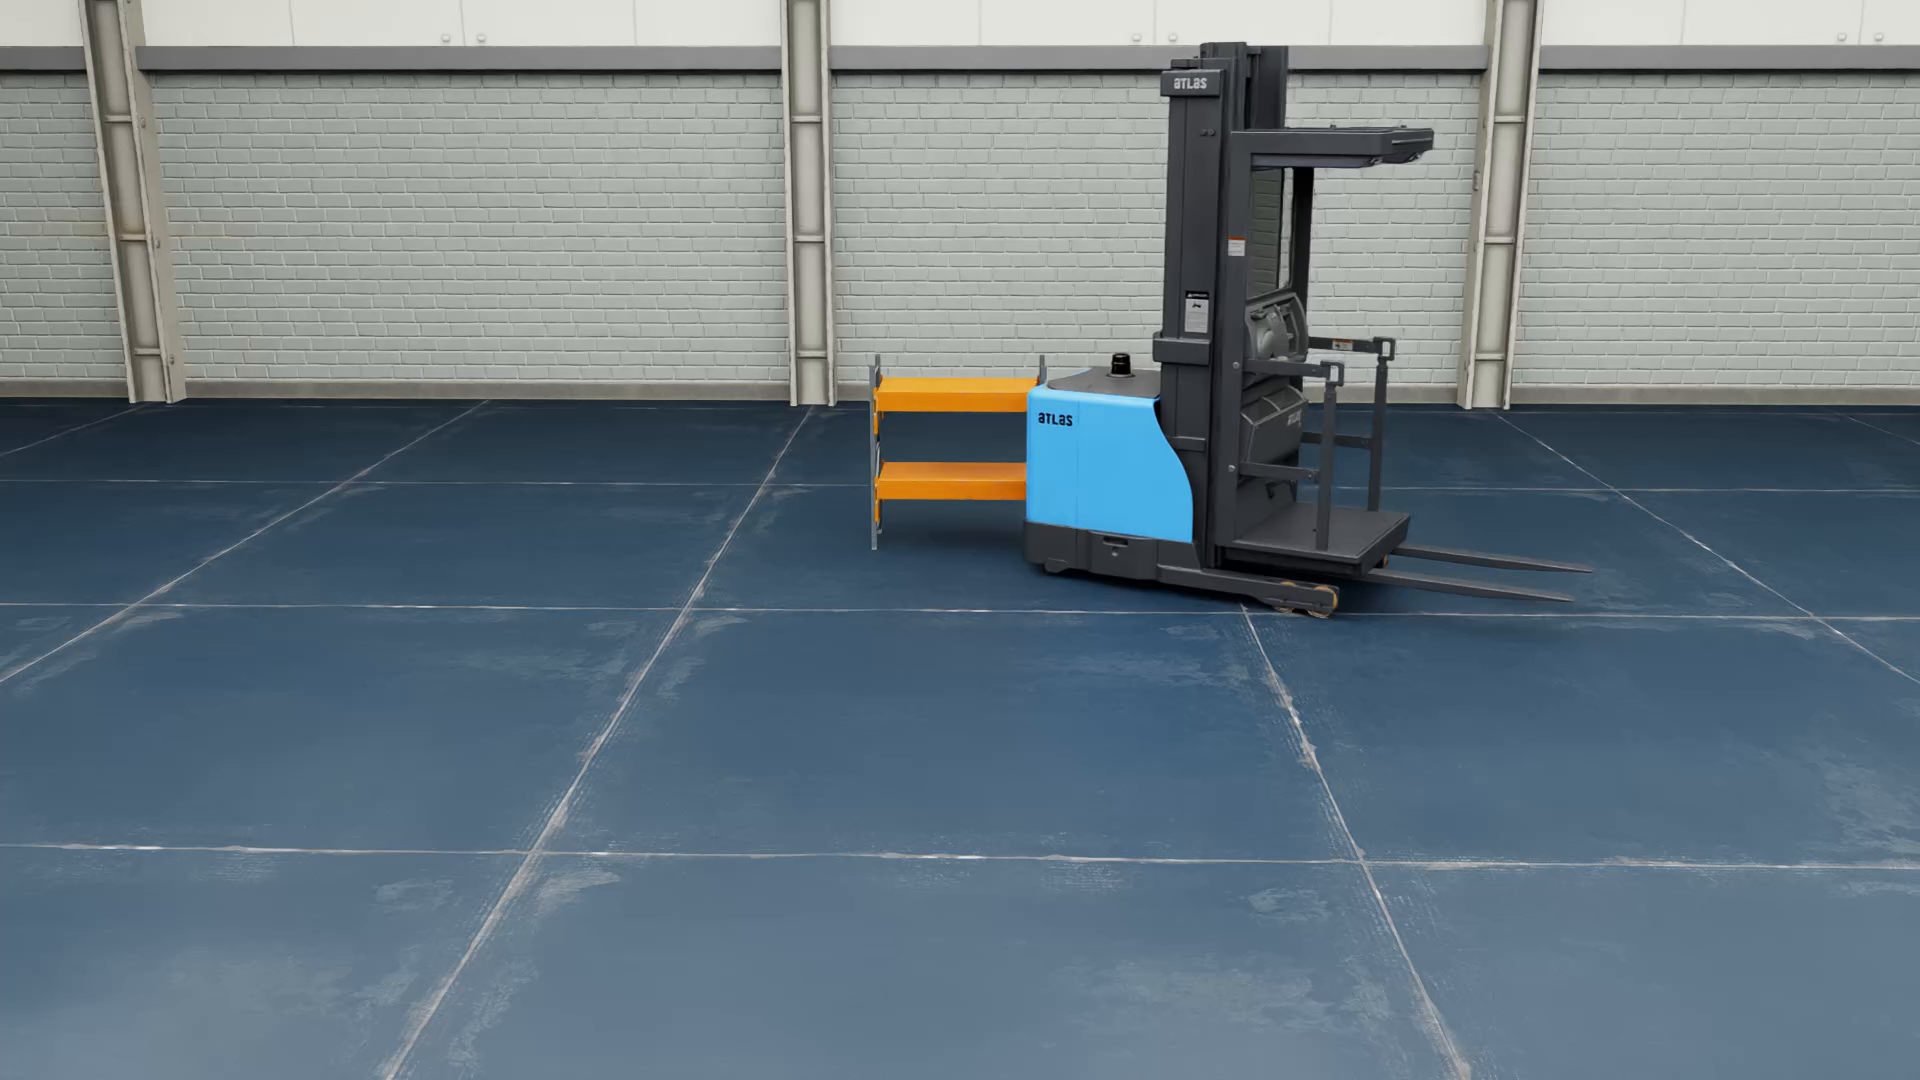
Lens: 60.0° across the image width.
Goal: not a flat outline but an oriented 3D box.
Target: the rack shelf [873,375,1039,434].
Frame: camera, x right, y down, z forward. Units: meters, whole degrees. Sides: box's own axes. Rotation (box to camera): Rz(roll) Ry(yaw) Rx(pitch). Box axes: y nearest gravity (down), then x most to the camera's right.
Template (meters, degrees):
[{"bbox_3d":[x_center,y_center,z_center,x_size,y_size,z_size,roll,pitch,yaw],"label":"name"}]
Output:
[{"bbox_3d":[-0.007,-0.827,10.122,1.000,0.278,0.538,0,15,1],"label":"rack shelf"}]

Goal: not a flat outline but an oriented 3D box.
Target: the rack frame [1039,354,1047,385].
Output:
[{"bbox_3d":[0.501,-0.541,10.184,0.032,1.125,0.500,0,15,1],"label":"rack frame"}]

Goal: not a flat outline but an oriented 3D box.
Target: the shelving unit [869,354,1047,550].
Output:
[{"bbox_3d":[-0.007,-0.544,10.197,1.048,1.125,0.538,0,15,1],"label":"shelving unit"}]

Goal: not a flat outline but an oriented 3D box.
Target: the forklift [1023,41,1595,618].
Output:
[{"bbox_3d":[1.906,-1.160,8.992,3.031,2.935,1.130,8,17,28],"label":"forklift"}]

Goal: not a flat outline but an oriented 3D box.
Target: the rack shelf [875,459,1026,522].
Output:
[{"bbox_3d":[-0.007,-0.308,10.259,1.000,0.278,0.538,0,15,1],"label":"rack shelf"}]

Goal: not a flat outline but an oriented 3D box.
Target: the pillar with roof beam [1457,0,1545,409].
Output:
[{"bbox_3d":[4.570,-4.454,9.584,0.400,9.000,9.100,0,15,1],"label":"pillar with roof beam"}]

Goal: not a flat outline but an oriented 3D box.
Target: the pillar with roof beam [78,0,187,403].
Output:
[{"bbox_3d":[-7.426,-4.533,9.880,0.400,9.000,9.100,0,15,1],"label":"pillar with roof beam"}]

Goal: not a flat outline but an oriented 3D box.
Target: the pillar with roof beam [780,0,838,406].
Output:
[{"bbox_3d":[-1.428,-4.494,9.732,0.400,9.000,9.100,0,15,1],"label":"pillar with roof beam"}]

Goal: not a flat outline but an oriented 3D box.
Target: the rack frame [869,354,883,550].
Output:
[{"bbox_3d":[-0.515,-0.547,10.209,0.032,1.125,0.500,0,15,1],"label":"rack frame"}]
